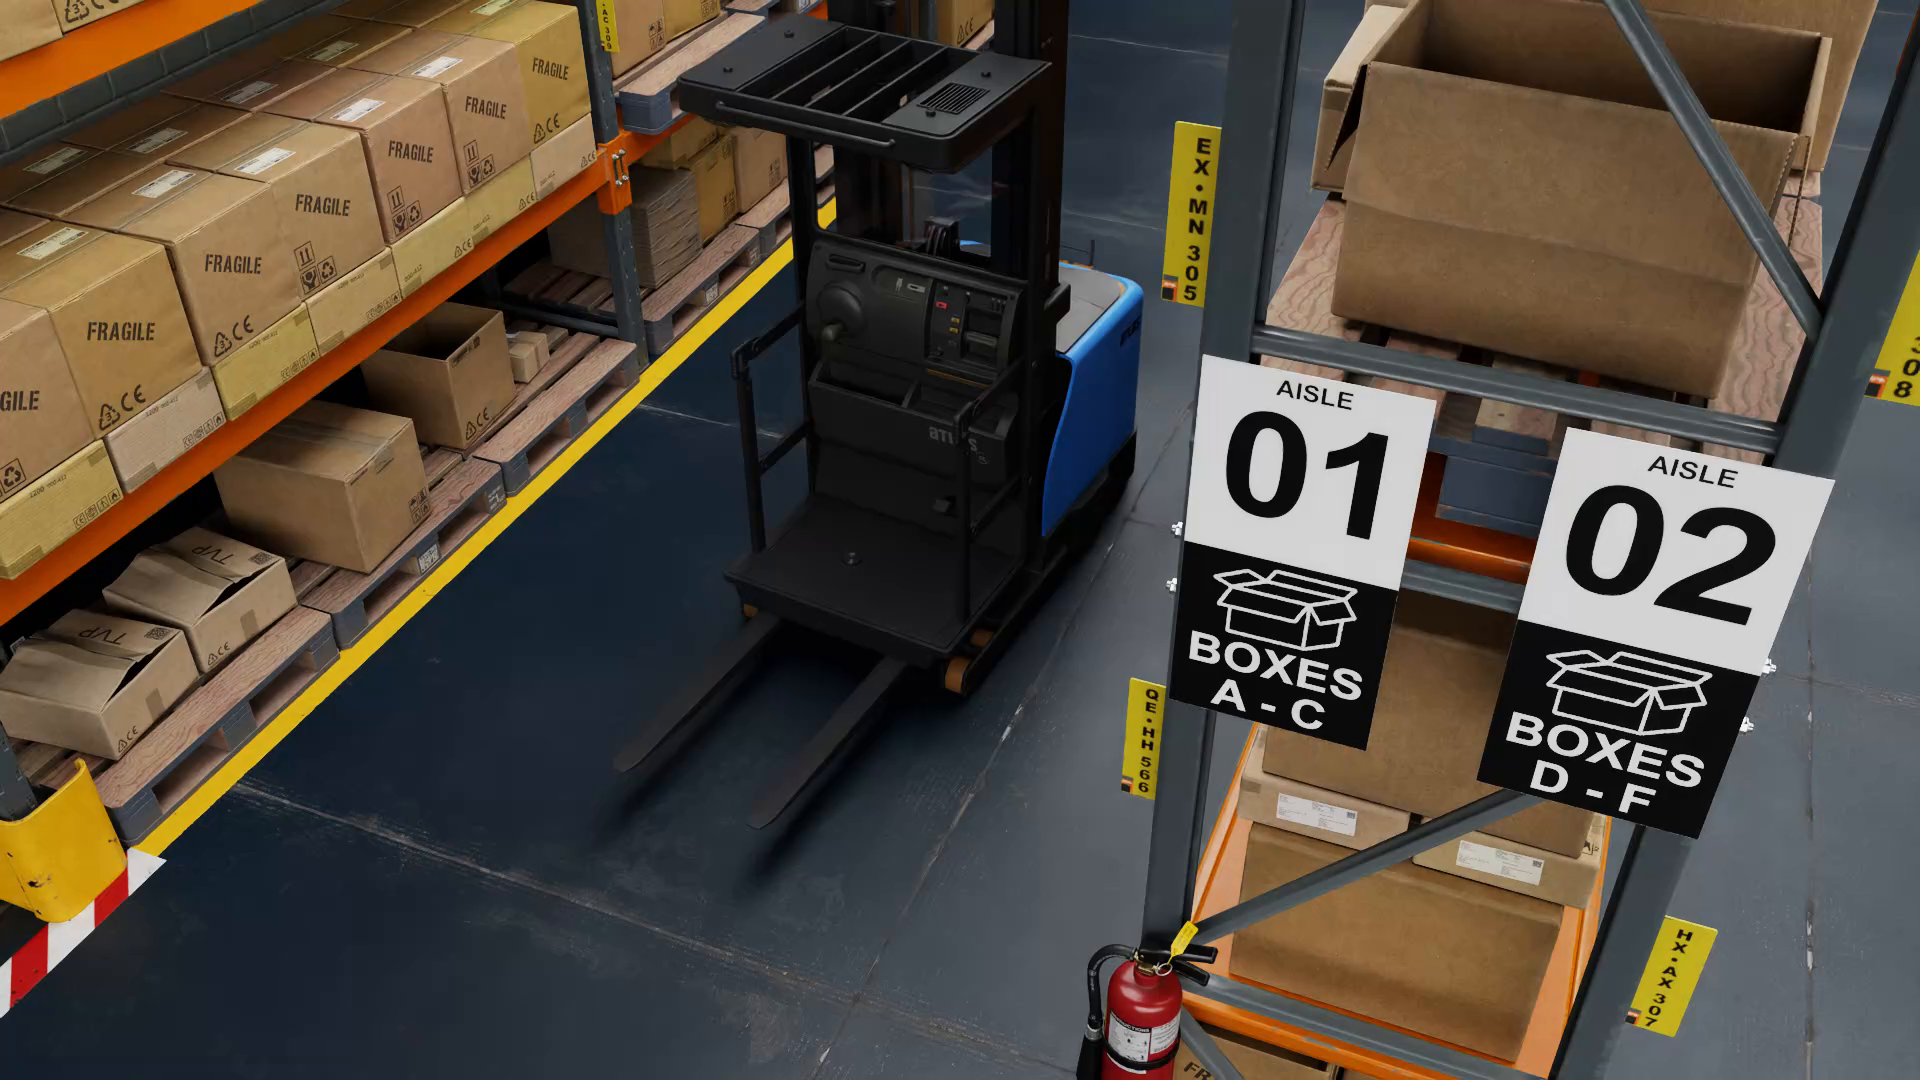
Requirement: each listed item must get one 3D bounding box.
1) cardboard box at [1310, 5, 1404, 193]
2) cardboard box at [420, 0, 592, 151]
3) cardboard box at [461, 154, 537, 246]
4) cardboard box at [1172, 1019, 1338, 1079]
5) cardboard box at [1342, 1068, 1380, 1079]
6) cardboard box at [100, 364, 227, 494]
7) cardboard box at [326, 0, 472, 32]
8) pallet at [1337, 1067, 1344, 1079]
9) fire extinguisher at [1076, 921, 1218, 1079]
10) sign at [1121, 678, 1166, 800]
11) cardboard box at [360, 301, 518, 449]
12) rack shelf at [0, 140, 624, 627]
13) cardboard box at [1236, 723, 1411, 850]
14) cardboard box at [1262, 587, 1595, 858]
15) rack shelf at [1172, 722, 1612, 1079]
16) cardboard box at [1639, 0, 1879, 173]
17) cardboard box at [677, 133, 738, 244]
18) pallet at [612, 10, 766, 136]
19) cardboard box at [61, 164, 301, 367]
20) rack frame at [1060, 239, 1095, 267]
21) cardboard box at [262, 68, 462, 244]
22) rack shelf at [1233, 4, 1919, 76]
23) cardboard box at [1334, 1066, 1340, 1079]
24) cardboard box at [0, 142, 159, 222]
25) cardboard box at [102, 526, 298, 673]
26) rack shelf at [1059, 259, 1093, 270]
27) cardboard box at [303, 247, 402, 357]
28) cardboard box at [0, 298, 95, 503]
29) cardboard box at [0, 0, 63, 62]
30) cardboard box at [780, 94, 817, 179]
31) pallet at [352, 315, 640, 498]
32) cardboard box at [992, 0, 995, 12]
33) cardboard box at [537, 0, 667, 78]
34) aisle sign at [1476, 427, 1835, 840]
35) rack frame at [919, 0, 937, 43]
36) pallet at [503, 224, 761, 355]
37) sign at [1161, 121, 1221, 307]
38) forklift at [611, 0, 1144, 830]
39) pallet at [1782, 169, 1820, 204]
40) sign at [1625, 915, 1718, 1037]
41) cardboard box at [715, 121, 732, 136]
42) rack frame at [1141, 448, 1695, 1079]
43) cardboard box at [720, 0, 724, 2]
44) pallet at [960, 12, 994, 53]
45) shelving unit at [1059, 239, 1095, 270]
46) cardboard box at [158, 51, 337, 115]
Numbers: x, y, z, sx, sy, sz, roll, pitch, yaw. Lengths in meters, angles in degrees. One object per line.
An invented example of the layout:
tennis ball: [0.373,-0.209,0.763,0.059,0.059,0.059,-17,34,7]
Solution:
cardboard box: [1.088,-0.948,3.664,0.500,0.250,0.500,14,39,18]
cardboard box: [-2.061,-2.141,7.592,0.500,0.500,0.500,14,39,18]
cardboard box: [-2.264,-1.568,7.451,0.500,0.250,0.500,14,39,18]
cardboard box: [0.823,1.384,4.713,0.500,0.500,0.500,14,39,18]
cardboard box: [1.304,1.803,4.779,0.500,0.250,0.500,14,39,18]
cardboard box: [-3.025,-0.447,5.951,0.500,0.250,0.500,13,39,16]
cardboard box: [-2.539,-2.261,7.752,0.500,0.500,0.500,13,39,17]
pallet: [1.146,1.800,5.166,1.003,0.211,1.213,14,39,18]
fire extinguisher: [0.419,1.106,3.829,0.296,0.674,0.183,14,39,18]
sign: [0.397,0.426,3.510,0.100,0.325,0.005,14,39,18]
cardboard box: [-2.525,-0.816,8.057,0.500,0.500,0.500,11,38,14]
rack shelf: [-2.928,-0.830,6.956,1.077,0.370,4.000,14,39,18]
cardboard box: [0.863,0.561,3.869,0.380,0.149,0.250,13,39,17]
cardboard box: [1.103,0.271,3.715,0.700,0.500,0.500,14,39,18]
rack shelf: [1.655,0.297,5.449,1.077,0.370,4.000,14,39,18]
cardboard box: [1.779,-1.207,3.803,0.500,0.500,0.500,14,39,18]
cardboard box: [-1.752,-2.109,9.787,0.700,0.500,0.500,13,39,17]
pallet: [-1.741,-2.538,8.801,1.003,0.211,1.213,14,39,18]
cardboard box: [-2.829,-1.011,6.079,0.500,0.500,0.500,13,39,16]
rack frame: [0.547,-1.029,8.249,0.200,1.050,0.008,18,39,23]
cardboard box: [-2.447,-1.587,6.850,0.500,0.500,0.500,13,39,16]
rack shelf: [1.655,-1.946,3.772,1.077,0.370,4.000,14,39,18]
cardboard box: [0.825,1.685,4.937,0.500,0.250,0.500,14,39,18]
cardboard box: [-3.312,-1.132,6.241,0.500,0.500,0.500,13,39,17]
cardboard box: [-3.125,0.212,6.839,0.500,0.311,0.500,17,40,21]
rack shelf: [0.491,-1.188,8.002,0.215,0.259,0.240,18,39,23]
cardboard box: [-2.631,-1.007,6.701,0.500,0.250,0.500,14,39,18]
cardboard box: [-3.229,-0.455,5.335,0.500,0.500,0.500,14,39,18]
cardboard box: [-3.093,-1.678,4.883,0.500,0.500,0.500,16,40,21]
cardboard box: [-1.337,-2.664,10.529,0.700,0.500,0.500,14,39,18]
pallet: [-2.390,-0.728,8.548,1.003,0.211,1.213,14,39,18]
cardboard box: [0.096,-4.608,12.854,0.750,0.750,0.750,14,39,18]
cardboard box: [-1.942,-2.716,8.427,0.700,0.500,0.500,14,39,18]
aisle sign: [1.152,0.181,2.831,0.394,0.787,0.004,14,39,18]
rack frame: [-0.645,-4.440,11.185,1.000,3.000,0.127,14,39,18]
pallet: [-1.872,-1.540,9.634,1.003,0.211,1.213,14,39,18]
sign: [0.397,-0.540,2.788,0.100,0.325,0.005,14,39,18]
forklift: [-0.297,-0.845,6.433,1.130,2.935,3.031,18,40,22]
pallet: [1.650,-1.114,4.303,1.003,0.211,1.213,14,39,18]
sign: [1.405,0.867,3.295,0.100,0.325,0.005,14,39,18]
cardboard box: [-1.543,-2.645,9.878,0.500,0.250,0.500,13,39,16]
rack frame: [0.894,1.116,3.752,1.000,3.000,0.127,14,39,18]
cardboard box: [-1.501,-3.395,9.336,0.700,0.500,0.500,19,41,24]
pallet: [-0.275,-3.742,12.580,1.003,0.211,1.213,14,39,18]
shelving unit: [0.488,-0.967,8.162,0.215,1.050,0.252,18,39,23]
cardboard box: [-2.934,-1.701,7.002,0.500,0.500,0.500,15,39,19]
